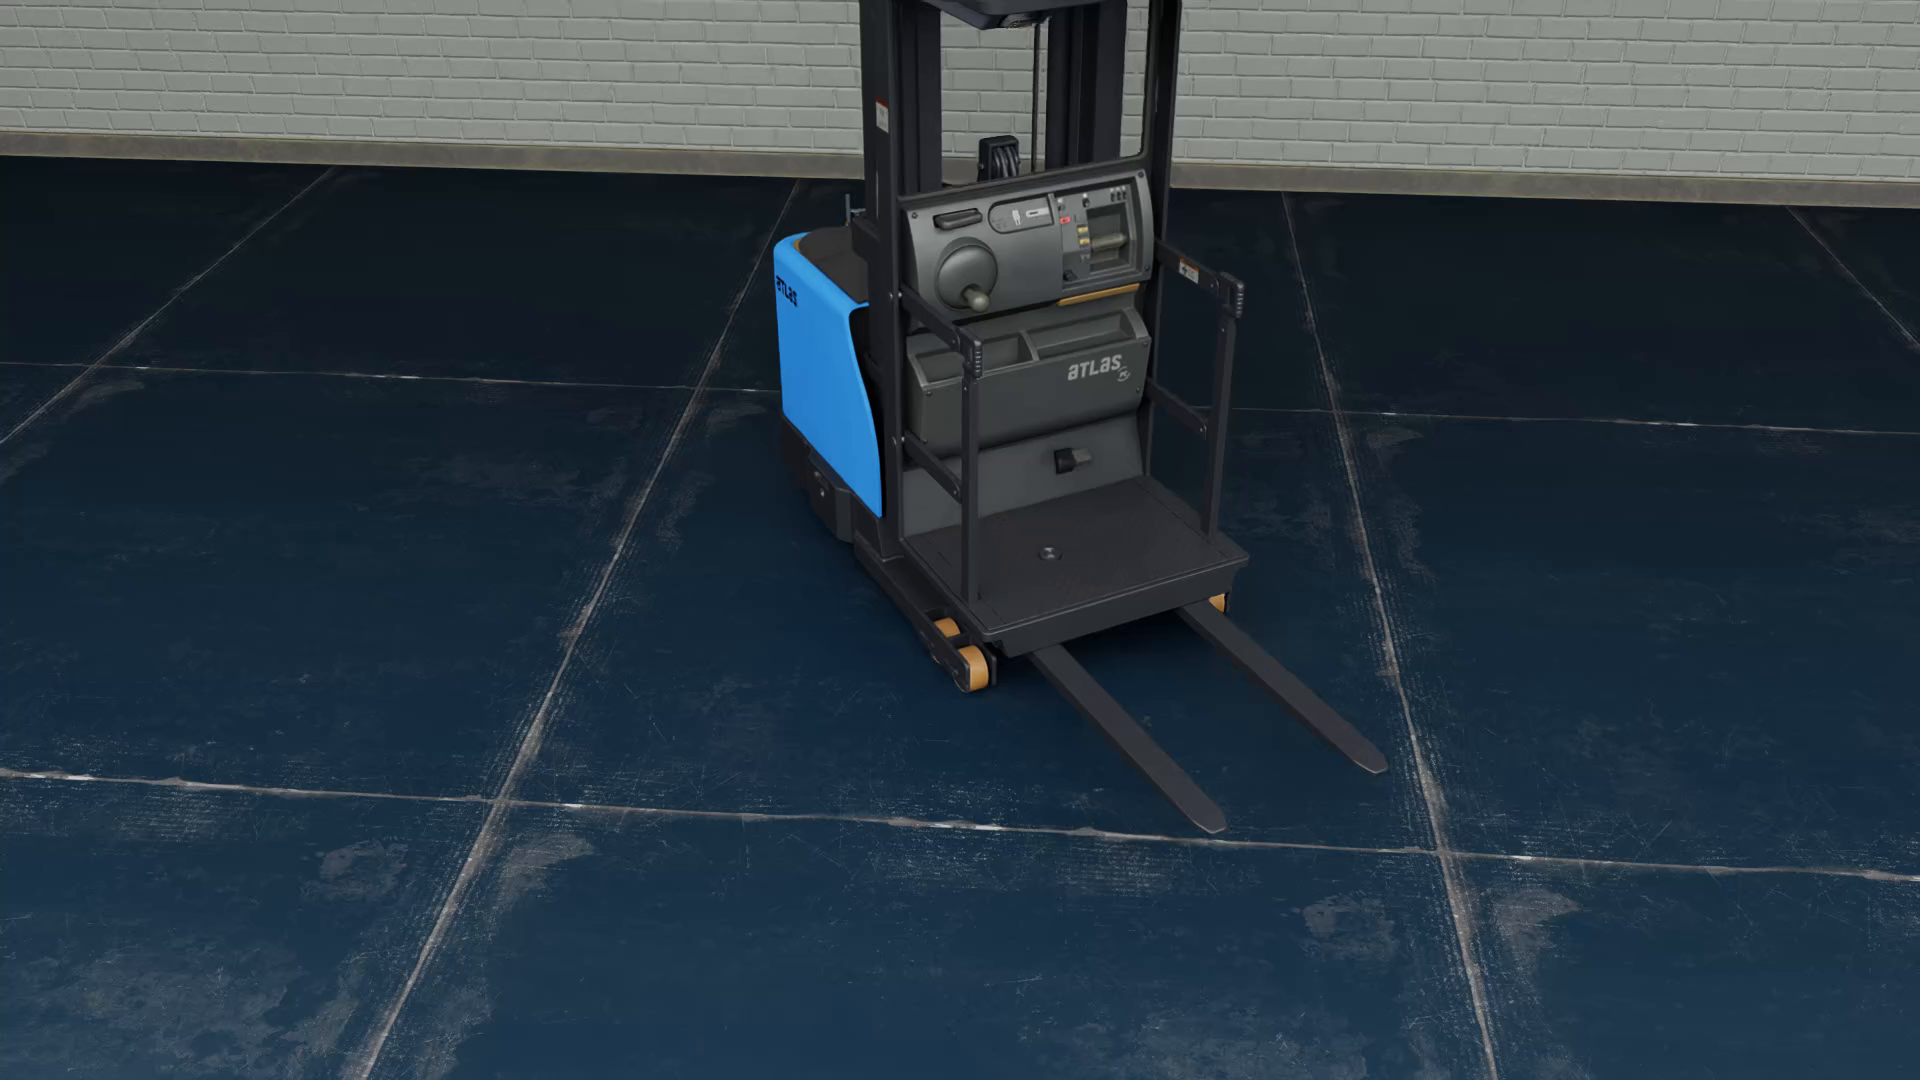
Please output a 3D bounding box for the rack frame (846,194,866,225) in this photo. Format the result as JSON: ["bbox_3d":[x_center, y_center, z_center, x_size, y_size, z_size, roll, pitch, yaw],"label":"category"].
[{"bbox_3d":[-0.392,-1.042,7.440,0.200,1.050,0.008,-6,30,-10],"label":"rack frame"}]

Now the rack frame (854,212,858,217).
[{"bbox_3d":[-0.342,-0.925,7.232,0.200,1.050,0.008,-6,30,-10],"label":"rack frame"}]

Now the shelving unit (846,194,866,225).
[{"bbox_3d":[-0.367,-0.984,7.336,0.215,1.050,0.252,-6,30,-10],"label":"shelving unit"}]

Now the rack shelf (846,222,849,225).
[{"bbox_3d":[-0.368,-1.222,7.202,0.215,0.259,0.240,-6,30,-10],"label":"rack shelf"}]

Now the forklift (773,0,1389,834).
[{"bbox_3d":[0.351,-0.976,5.541,1.130,2.935,3.031,-15,35,-23],"label":"forklift"}]
